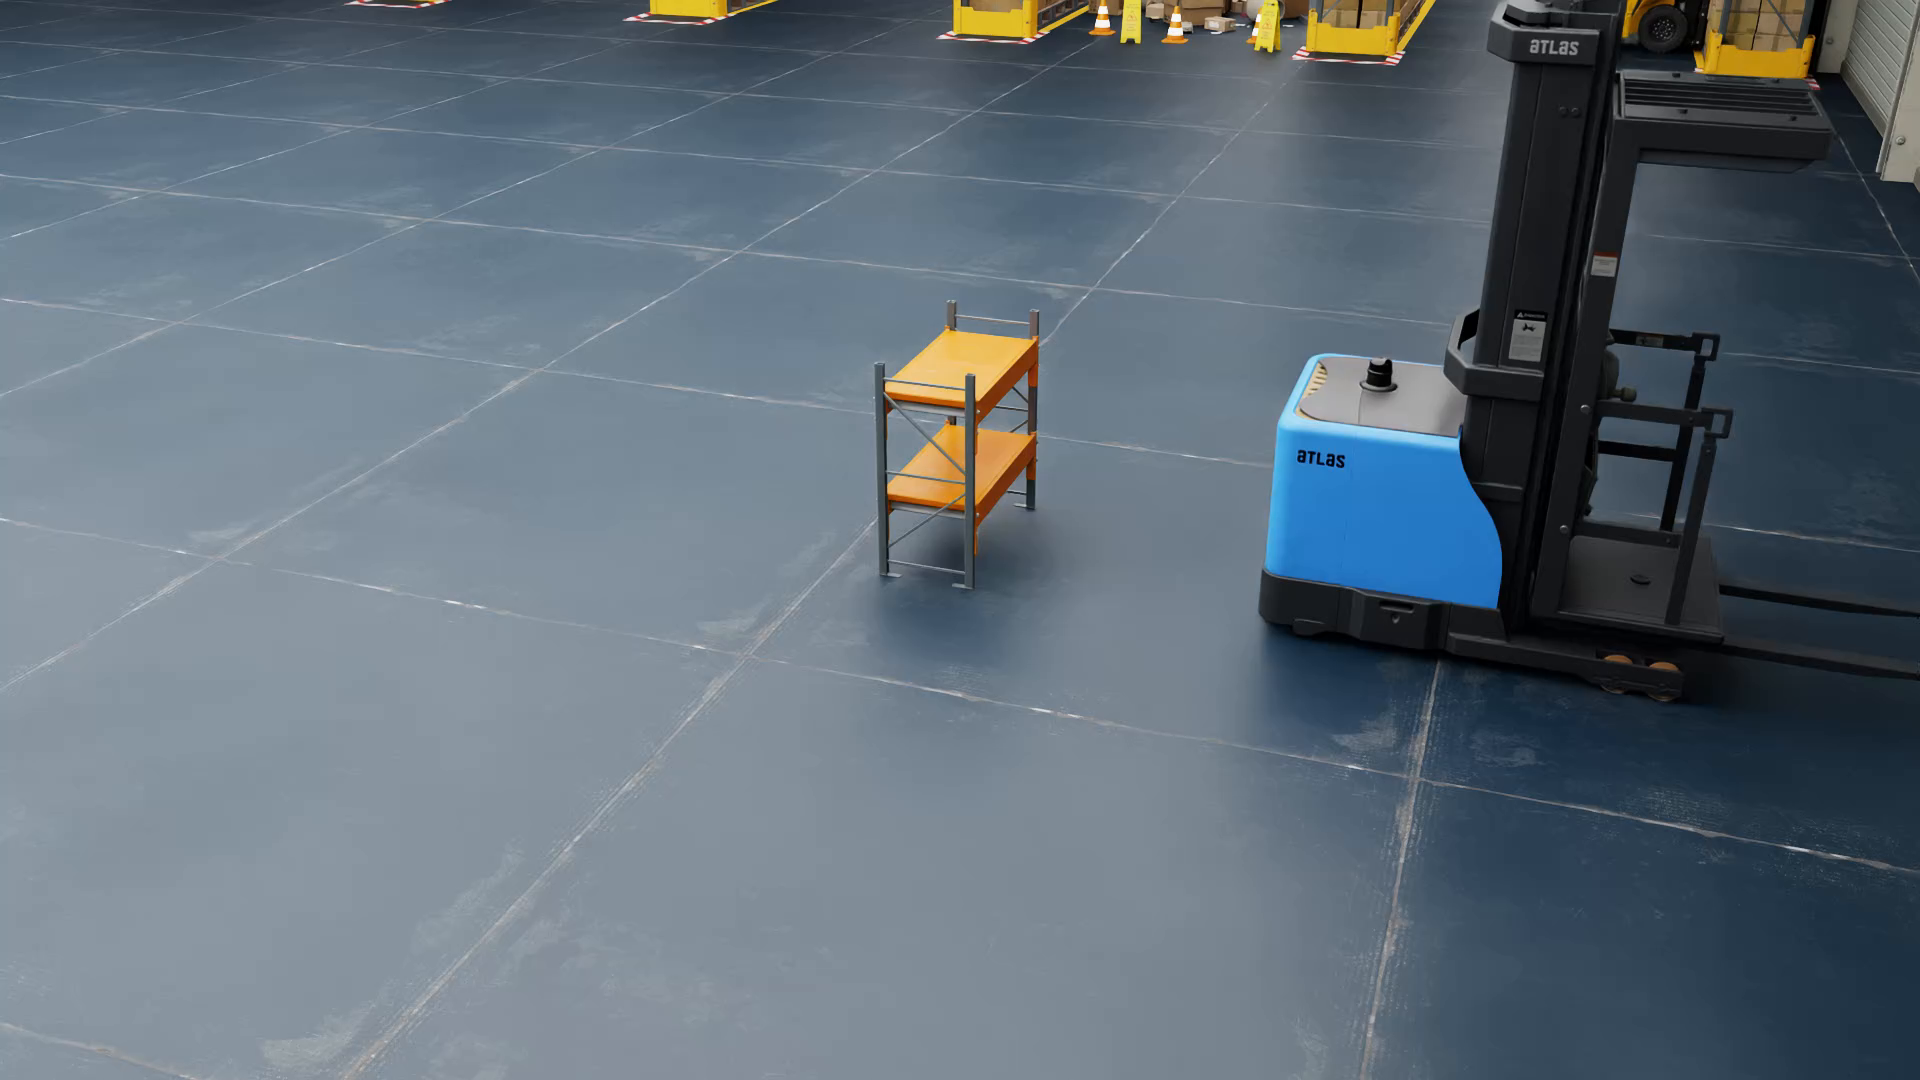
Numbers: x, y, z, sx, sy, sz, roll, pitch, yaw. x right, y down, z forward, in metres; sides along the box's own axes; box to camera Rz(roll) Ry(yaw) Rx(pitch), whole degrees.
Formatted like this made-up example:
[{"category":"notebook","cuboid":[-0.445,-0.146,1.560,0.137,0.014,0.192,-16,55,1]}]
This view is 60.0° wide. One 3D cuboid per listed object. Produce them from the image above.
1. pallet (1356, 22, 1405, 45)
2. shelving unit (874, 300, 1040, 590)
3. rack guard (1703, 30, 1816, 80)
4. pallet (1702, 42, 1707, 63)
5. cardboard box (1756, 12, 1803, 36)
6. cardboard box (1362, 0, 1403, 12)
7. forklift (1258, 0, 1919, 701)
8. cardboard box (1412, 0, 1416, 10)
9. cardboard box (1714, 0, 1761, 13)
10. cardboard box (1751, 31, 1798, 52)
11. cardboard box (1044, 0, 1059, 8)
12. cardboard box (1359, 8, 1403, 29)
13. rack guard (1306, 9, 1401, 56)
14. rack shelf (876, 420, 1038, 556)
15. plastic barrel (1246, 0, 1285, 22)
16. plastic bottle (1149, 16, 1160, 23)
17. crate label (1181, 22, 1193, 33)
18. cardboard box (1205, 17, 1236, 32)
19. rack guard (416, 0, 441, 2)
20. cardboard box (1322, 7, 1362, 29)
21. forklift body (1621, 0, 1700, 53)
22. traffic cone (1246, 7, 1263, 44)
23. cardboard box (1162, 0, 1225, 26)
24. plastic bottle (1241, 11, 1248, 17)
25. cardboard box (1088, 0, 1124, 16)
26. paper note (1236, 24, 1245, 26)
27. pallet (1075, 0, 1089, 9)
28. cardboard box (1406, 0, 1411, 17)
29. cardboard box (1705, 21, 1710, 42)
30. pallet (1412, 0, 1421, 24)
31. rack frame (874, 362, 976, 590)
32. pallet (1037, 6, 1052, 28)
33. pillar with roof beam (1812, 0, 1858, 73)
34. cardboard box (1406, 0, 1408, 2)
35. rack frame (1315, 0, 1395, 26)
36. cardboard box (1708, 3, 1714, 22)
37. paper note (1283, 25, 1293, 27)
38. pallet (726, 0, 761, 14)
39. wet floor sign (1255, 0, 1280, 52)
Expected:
[{"category":"pallet","cuboid":[5.536,-6.965,22.893,1.003,0.211,1.213,9,27,17]},{"category":"shelving unit","cuboid":[0.002,-0.509,8.511,0.538,1.125,1.048,9,27,17]},{"category":"rack guard","cuboid":[9.881,-6.007,20.583,1.175,0.500,0.348,9,27,17]},{"category":"pallet","cuboid":[10.104,-6.207,21.328,1.003,0.211,1.213,9,27,17]},{"category":"cardboard box","cuboid":[10.242,-6.481,20.794,0.500,0.250,0.500,9,27,18]},{"category":"cardboard box","cuboid":[5.744,-7.450,22.508,0.500,0.500,0.500,8,27,16]},{"category":"forklift","cuboid":[2.986,-0.875,7.194,3.031,2.935,1.130,9,27,18]},{"category":"cardboard box","cuboid":[6.427,-7.953,24.407,0.500,0.250,0.500,8,27,16]},{"category":"cardboard box","cuboid":[9.748,-6.778,20.833,0.500,0.250,0.500,10,27,19]},{"category":"cardboard box","cuboid":[10.237,-6.267,20.924,0.500,0.250,0.500,9,27,18]},{"category":"cardboard box","cuboid":[0.960,-8.419,24.653,0.875,0.875,0.875,8,27,17]},{"category":"cardboard box","cuboid":[5.736,-7.103,22.652,0.500,0.250,0.500,9,27,17]},{"category":"rack guard","cuboid":[5.232,-6.766,22.151,1.175,0.500,0.348,9,27,17]},{"category":"rack shelf","cuboid":[0.002,-0.289,8.617,0.538,0.278,1.000,9,27,17]},{"category":"plastic barrel","cuboid":[4.467,-7.769,24.310,0.421,0.421,0.512,-14,29,-27]},{"category":"plastic bottle","cuboid":[2.872,-7.698,24.578,0.133,0.061,0.283,0,26,-1]},{"category":"crate label","cuboid":[3.177,-7.289,23.647,0.250,0.136,0.298,-5,26,-9]},{"category":"cardboard box","cuboid":[3.738,-7.408,23.880,0.250,0.149,0.380,-20,33,-36]},{"category":"rack guard","cuboid":[-8.828,-8.929,26.617,1.175,0.500,0.348,9,27,17]},{"category":"cardboard box","cuboid":[5.230,-7.193,22.837,0.500,0.250,0.500,9,27,17]},{"category":"forklift body","cuboid":[8.800,-7.804,22.399,2.313,2.155,1.214,9,27,17]},{"category":"traffic cone","cuboid":[4.134,-7.082,22.846,0.336,0.463,0.334,9,27,17]},{"category":"cardboard box","cuboid":[3.404,-7.826,24.335,0.797,0.503,0.637,-9,27,-18]},{"category":"plastic bottle","cuboid":[4.340,-7.923,25.044,0.133,0.061,0.283,14,29,26]},{"category":"cardboard box","cuboid":[2.288,-8.270,25.253,0.500,0.500,0.500,14,29,26]},{"category":"paper note","cuboid":[4.069,-7.523,24.266,0.148,0.019,0.142,20,32,35]},{"category":"pallet","cuboid":[1.510,-8.624,26.320,1.003,0.211,1.213,9,27,17]},{"category":"cardboard box","cuboid":[6.083,-7.538,23.549,0.500,0.250,0.500,11,28,21]},{"category":"cardboard box","cuboid":[9.922,-6.535,21.479,0.500,0.250,0.500,9,27,17]},{"category":"pallet","cuboid":[6.348,-7.968,24.964,1.003,0.211,1.213,9,27,17]},{"category":"rack frame","cuboid":[-0.167,-0.300,8.079,0.500,1.125,0.032,9,27,17]},{"category":"pallet","cuboid":[0.698,-7.621,24.249,1.003,0.211,1.213,9,27,17]},{"category":"pillar with roof beam","cuboid":[6.911,-10.622,20.362,9.100,9.000,0.400,9,27,17]},{"category":"cardboard box","cuboid":[6.088,-7.871,23.377,0.500,0.500,0.500,9,27,18]},{"category":"rack frame","cuboid":[5.207,-7.860,21.542,1.000,3.000,0.127,9,27,17]},{"category":"cardboard box","cuboid":[9.933,-6.768,21.386,0.500,0.250,0.500,8,27,17]},{"category":"paper note","cuboid":[4.773,-7.474,24.150,0.142,0.019,0.148,0,26,-1]},{"category":"pallet","cuboid":[-3.809,-8.402,25.861,1.003,0.211,1.213,9,27,17]},{"category":"wet floor sign","cuboid":[4.135,-6.878,22.214,0.267,0.644,0.232,20,32,35]}]
